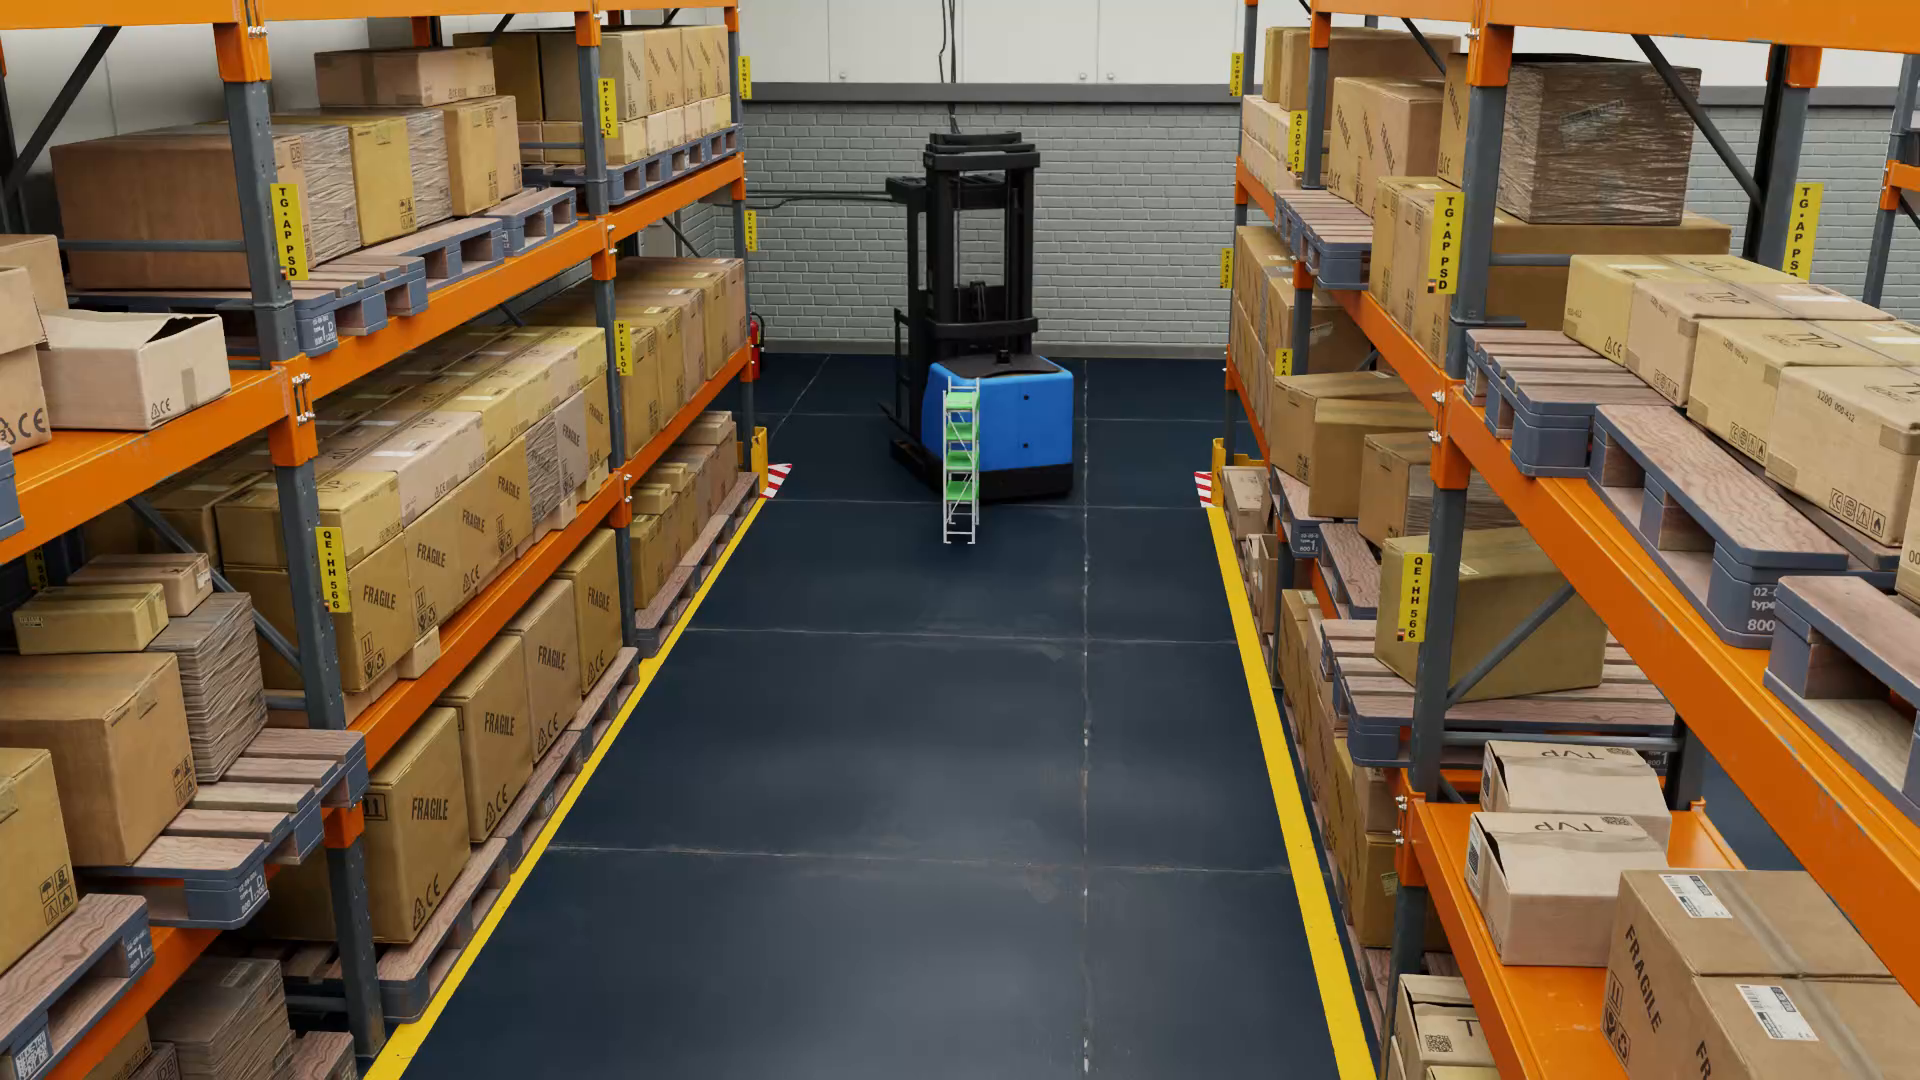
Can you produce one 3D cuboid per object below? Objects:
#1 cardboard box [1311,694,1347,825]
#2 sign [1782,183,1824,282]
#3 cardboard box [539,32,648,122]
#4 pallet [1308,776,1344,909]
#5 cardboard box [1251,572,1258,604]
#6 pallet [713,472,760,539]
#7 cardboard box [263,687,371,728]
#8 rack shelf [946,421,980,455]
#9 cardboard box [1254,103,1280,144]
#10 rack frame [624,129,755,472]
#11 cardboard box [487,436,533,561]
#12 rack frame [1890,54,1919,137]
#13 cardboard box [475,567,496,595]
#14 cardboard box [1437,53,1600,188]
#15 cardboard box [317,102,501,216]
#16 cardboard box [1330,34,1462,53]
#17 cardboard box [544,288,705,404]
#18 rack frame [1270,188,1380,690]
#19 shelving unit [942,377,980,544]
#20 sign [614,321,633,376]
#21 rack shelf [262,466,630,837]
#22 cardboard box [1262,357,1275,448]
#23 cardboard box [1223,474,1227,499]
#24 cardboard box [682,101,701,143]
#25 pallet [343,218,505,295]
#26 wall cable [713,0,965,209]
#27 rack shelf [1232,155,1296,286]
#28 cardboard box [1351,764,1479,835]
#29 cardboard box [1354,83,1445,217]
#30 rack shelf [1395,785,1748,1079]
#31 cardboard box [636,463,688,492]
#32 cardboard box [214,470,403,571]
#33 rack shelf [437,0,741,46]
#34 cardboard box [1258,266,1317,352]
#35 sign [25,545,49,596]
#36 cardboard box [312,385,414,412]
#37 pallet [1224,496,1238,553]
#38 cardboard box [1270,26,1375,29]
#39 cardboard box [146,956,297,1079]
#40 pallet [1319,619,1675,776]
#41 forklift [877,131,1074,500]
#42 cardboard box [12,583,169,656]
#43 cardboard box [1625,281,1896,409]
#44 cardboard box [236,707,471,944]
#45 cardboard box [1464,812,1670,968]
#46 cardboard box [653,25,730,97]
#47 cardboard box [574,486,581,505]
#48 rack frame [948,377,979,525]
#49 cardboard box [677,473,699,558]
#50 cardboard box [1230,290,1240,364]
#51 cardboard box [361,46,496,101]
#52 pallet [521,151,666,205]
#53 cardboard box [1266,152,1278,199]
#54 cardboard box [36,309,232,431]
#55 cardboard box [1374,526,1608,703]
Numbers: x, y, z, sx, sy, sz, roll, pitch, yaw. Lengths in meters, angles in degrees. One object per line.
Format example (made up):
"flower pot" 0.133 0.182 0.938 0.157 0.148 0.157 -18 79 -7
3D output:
"cardboard box" 2.021 1.082 8.112 0.500 0.500 0.500 1 18 2
"sign" 2.672 -0.971 5.295 0.100 0.325 0.005 1 18 4
"cardboard box" -2.204 -2.802 10.041 0.500 0.500 0.500 1 18 3
"pallet" 2.301 1.439 8.193 1.003 0.211 1.213 1 18 4
"cardboard box" 2.131 0.325 10.986 0.380 0.149 0.250 1 18 4
"pallet" -2.228 -0.296 13.488 1.003 0.211 1.213 1 18 4
"cardboard box" -2.567 0.626 6.567 0.380 0.149 0.250 1 18 3
"rack shelf" 0.012 -0.789 12.838 0.258 0.148 0.480 1 18 4
"cardboard box" 2.324 -2.889 11.545 0.500 0.250 0.500 1 18 4
"rack frame" -2.248 -1.872 13.817 1.000 3.000 0.127 1 18 4
"cardboard box" -2.419 -0.209 8.073 0.500 0.500 0.500 2 18 5
"rack frame" 7.633 -4.501 12.208 1.000 3.000 0.127 1 18 4
"cardboard box" -2.468 0.149 8.021 0.380 0.149 0.250 1 18 4
"cardboard box" 2.230 -1.678 6.642 0.500 0.500 0.500 1 18 4
"cardboard box" -2.683 -1.866 8.116 0.700 0.500 0.500 1 18 3
"cardboard box" 2.580 -2.772 9.981 0.700 0.500 0.500 1 18 4
"cardboard box" -2.380 -1.393 11.874 0.980 0.700 0.700 0 18 1
"rack frame" 2.406 -0.520 9.692 1.000 3.000 0.127 1 18 4
"shelving unit" 0.012 -0.622 12.893 0.258 1.200 0.503 1 18 4
"sign" -1.993 -1.133 9.830 0.100 0.325 0.005 1 18 4
"rack shelf" -2.678 0.334 8.242 1.077 0.370 4.000 1 18 4
"cardboard box" 2.222 -0.888 10.656 0.500 0.500 0.500 2 18 5
"cardboard box" 2.302 -0.425 13.246 0.380 0.166 0.250 1 18 4
"cardboard box" -2.105 -2.916 11.593 0.500 0.250 0.500 1 18 2
"pallet" -2.751 -1.271 7.471 1.003 0.211 1.213 2 18 6
"wall cable" -1.486 -4.995 18.703 3.097 2.526 0.112 1 18 4
"rack shelf" 2.549 -2.224 11.233 1.077 0.370 4.000 1 18 4
"cardboard box" 1.952 1.032 7.061 0.500 0.250 0.500 2 18 6
"cardboard box" 2.271 -1.877 8.021 0.600 0.600 0.600 1 18 3
"rack shelf" 1.976 1.686 4.117 1.077 0.370 4.000 1 18 4
"cardboard box" -2.135 -0.444 11.758 0.380 0.149 0.250 1 18 2
"cardboard box" -2.530 -0.086 6.493 0.500 0.250 0.500 2 18 5
"rack shelf" -2.392 -3.569 11.162 1.077 0.370 4.000 1 18 4
"cardboard box" 2.254 -1.521 10.981 0.500 0.500 0.500 1 18 4
"sign" -3.376 0.052 6.089 0.100 0.325 0.005 1 18 4
"cardboard box" -2.931 -0.566 7.960 0.500 0.250 0.500 1 18 3
"pallet" 2.631 -0.166 13.090 1.003 0.211 1.213 1 18 4
"cardboard box" 2.672 -3.550 12.357 0.700 0.500 0.500 1 18 4
"cardboard box" -2.821 1.817 5.869 0.700 0.500 0.500 2 18 5
"pallet" 2.098 0.602 6.578 1.213 0.211 1.003 1 18 4
"forklift" -0.004 -2.133 14.724 1.130 2.935 3.031 -6 19 -18
"cardboard box" -2.825 0.256 5.414 0.380 0.149 0.250 -2 18 -5
"cardboard box" 2.123 -0.526 4.460 0.500 0.250 0.500 2 18 5
"cardboard box" -2.638 1.210 7.192 0.750 0.750 0.750 1 18 3
"cardboard box" 1.862 1.038 5.080 0.500 0.311 0.500 1 18 3
"cardboard box" -2.029 -3.596 12.464 0.500 0.500 0.500 1 18 4
"cardboard box" -2.335 -0.250 9.239 0.380 0.149 0.250 2 18 6
"rack frame" 0.029 -0.697 13.124 0.240 1.200 0.015 1 18 4
"cardboard box" -2.301 -0.186 12.014 0.700 0.500 0.500 2 18 5
"cardboard box" 2.398 -1.678 13.065 0.500 0.500 0.500 2 18 5
"cardboard box" -2.729 -2.397 8.533 0.500 0.250 0.500 3 18 8
"pallet" -2.466 -2.266 10.347 1.003 0.211 1.213 1 18 4
"cardboard box" 2.249 -2.341 10.675 0.500 0.250 0.500 1 18 4
"cardboard box" -2.604 -0.550 5.077 0.500 0.311 0.500 1 18 4
"cardboard box" 2.052 0.277 6.424 0.700 0.500 0.500 -5 19 -15
